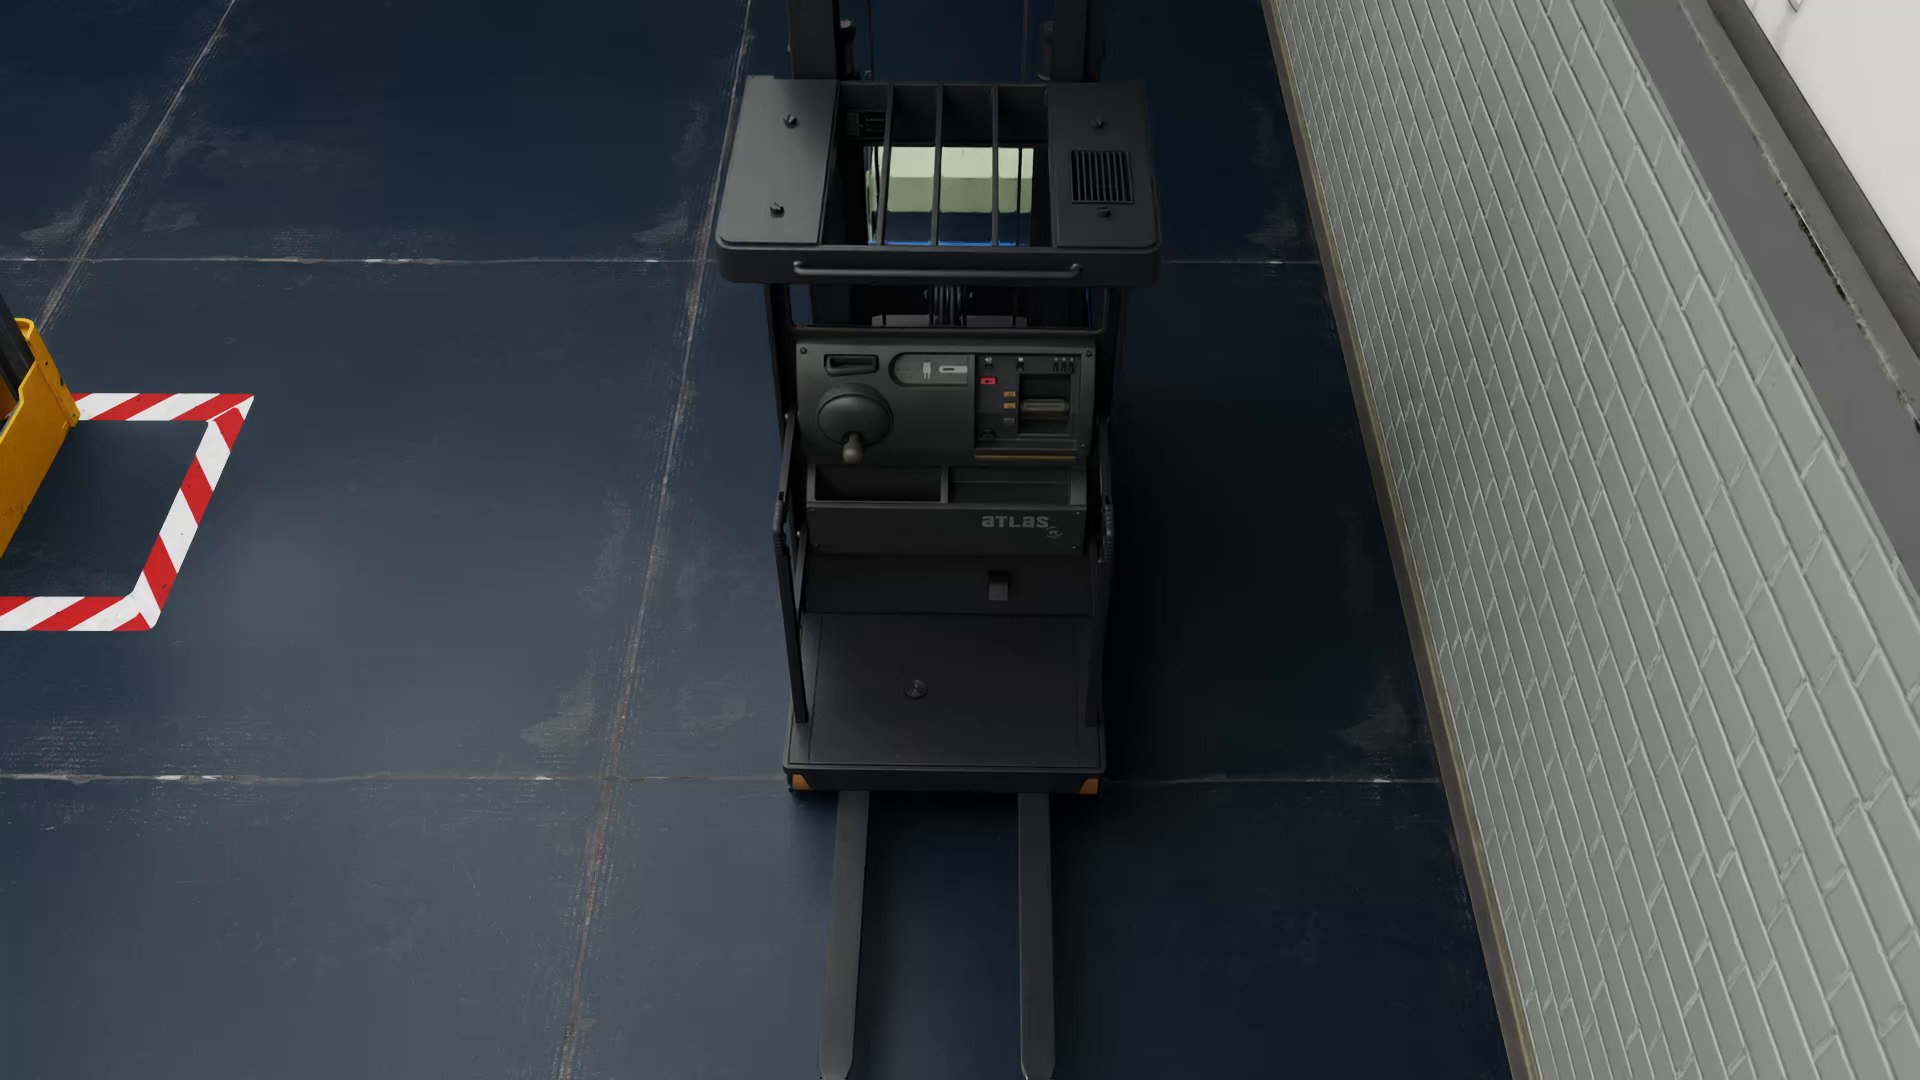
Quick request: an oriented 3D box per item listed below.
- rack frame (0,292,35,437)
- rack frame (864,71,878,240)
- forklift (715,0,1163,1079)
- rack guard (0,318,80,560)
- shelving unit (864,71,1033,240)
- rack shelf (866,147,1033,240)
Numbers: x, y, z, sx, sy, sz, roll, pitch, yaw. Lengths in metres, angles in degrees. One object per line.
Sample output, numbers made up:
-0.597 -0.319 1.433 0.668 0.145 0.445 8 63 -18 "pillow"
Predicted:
-3.934 -1.175 5.795 0.127 3.000 1.000 0 47 0 "rack frame"
-0.355 -1.141 6.787 0.023 1.500 0.400 1 47 1 "rack frame"
-0.045 -0.336 5.060 1.130 2.935 3.031 1 47 1 "forklift"
-4.010 -0.324 6.710 0.348 0.500 1.175 0 47 0 "rack guard"
0.011 -1.136 6.783 0.755 1.500 0.431 1 47 1 "shelving unit"
0.011 -1.402 6.497 0.720 0.370 0.431 1 47 1 "rack shelf"
